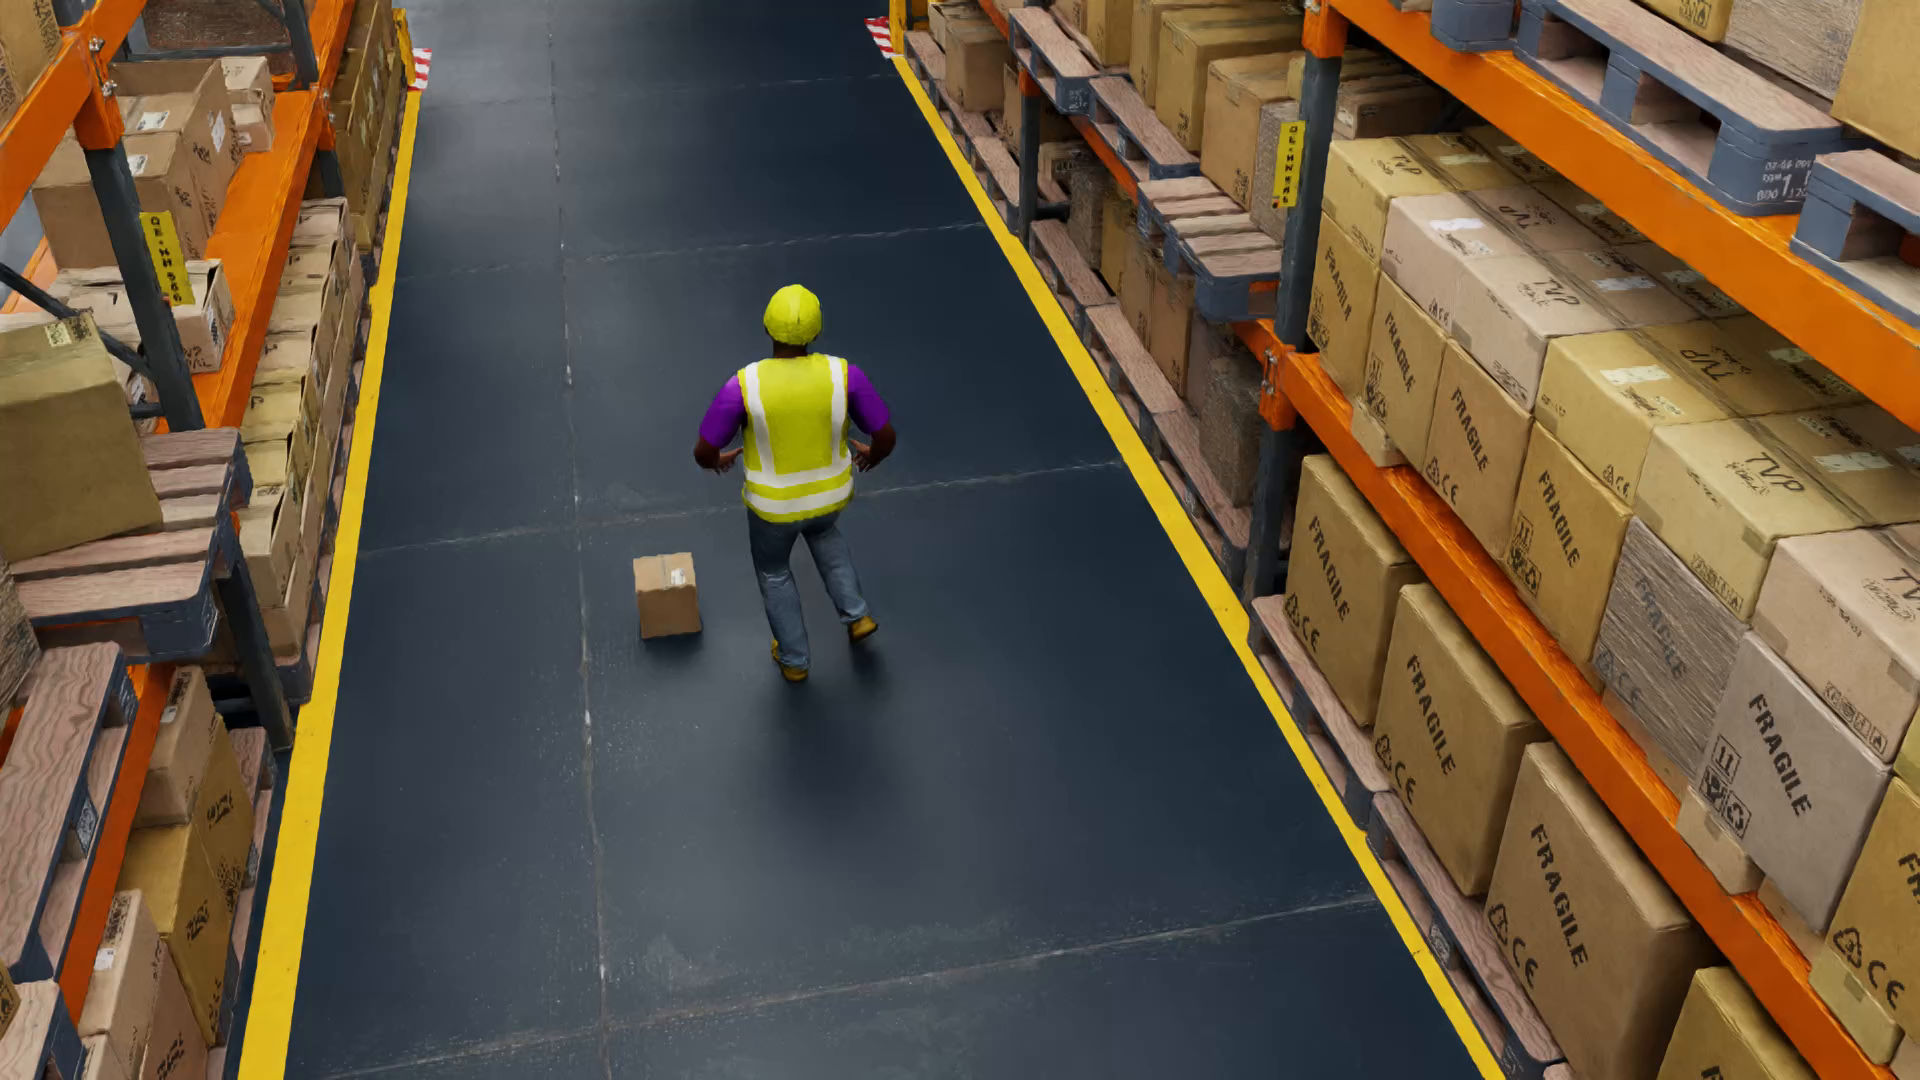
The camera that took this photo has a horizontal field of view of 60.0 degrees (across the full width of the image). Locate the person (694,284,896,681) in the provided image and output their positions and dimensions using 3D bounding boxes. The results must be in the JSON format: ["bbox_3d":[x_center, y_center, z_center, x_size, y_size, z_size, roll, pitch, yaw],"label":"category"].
[{"bbox_3d":[-0.661,-0.208,6.460,0.749,1.732,0.523,-14,37,-20],"label":"person"}]
